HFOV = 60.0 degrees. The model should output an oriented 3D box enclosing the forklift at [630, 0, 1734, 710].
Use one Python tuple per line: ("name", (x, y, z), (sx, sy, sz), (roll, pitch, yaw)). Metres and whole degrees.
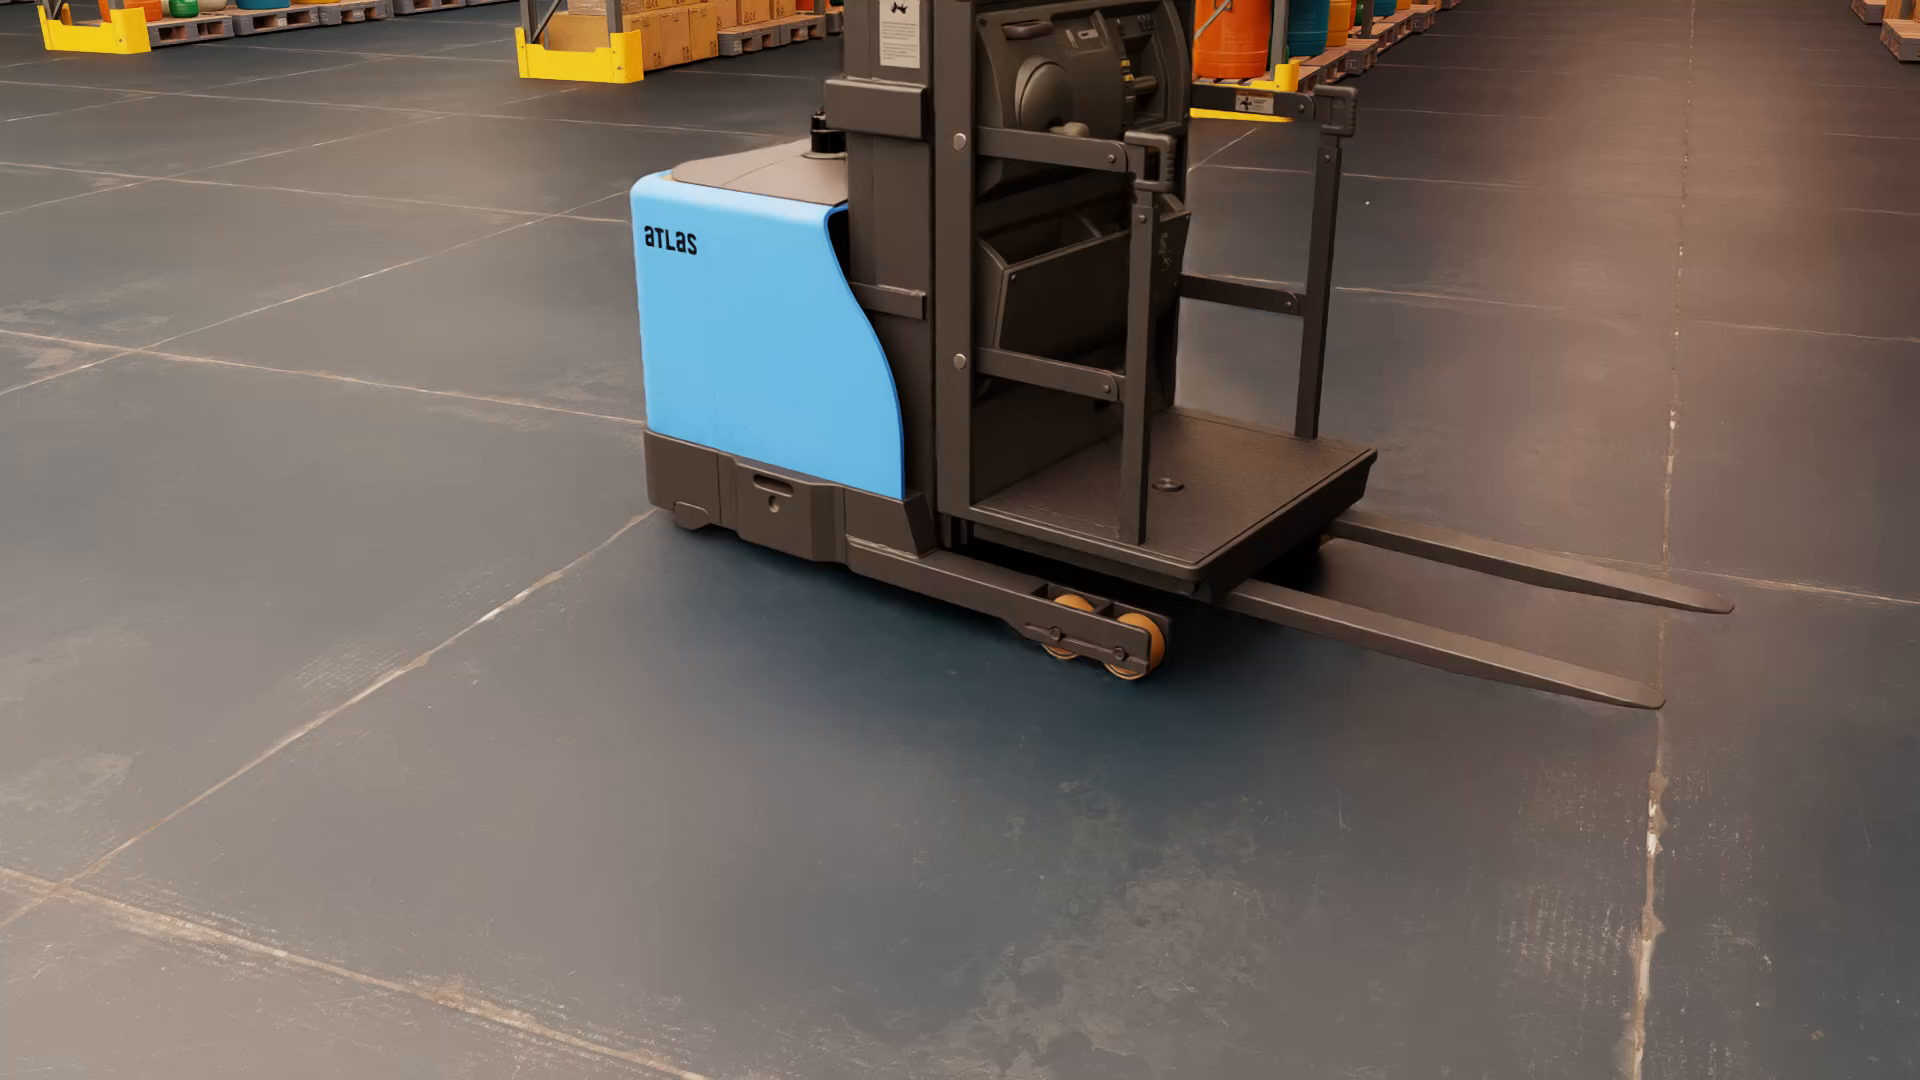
("forklift", (0.508, -1.229, 4.232), (3.031, 2.935, 1.130), (16, 27, 33))
